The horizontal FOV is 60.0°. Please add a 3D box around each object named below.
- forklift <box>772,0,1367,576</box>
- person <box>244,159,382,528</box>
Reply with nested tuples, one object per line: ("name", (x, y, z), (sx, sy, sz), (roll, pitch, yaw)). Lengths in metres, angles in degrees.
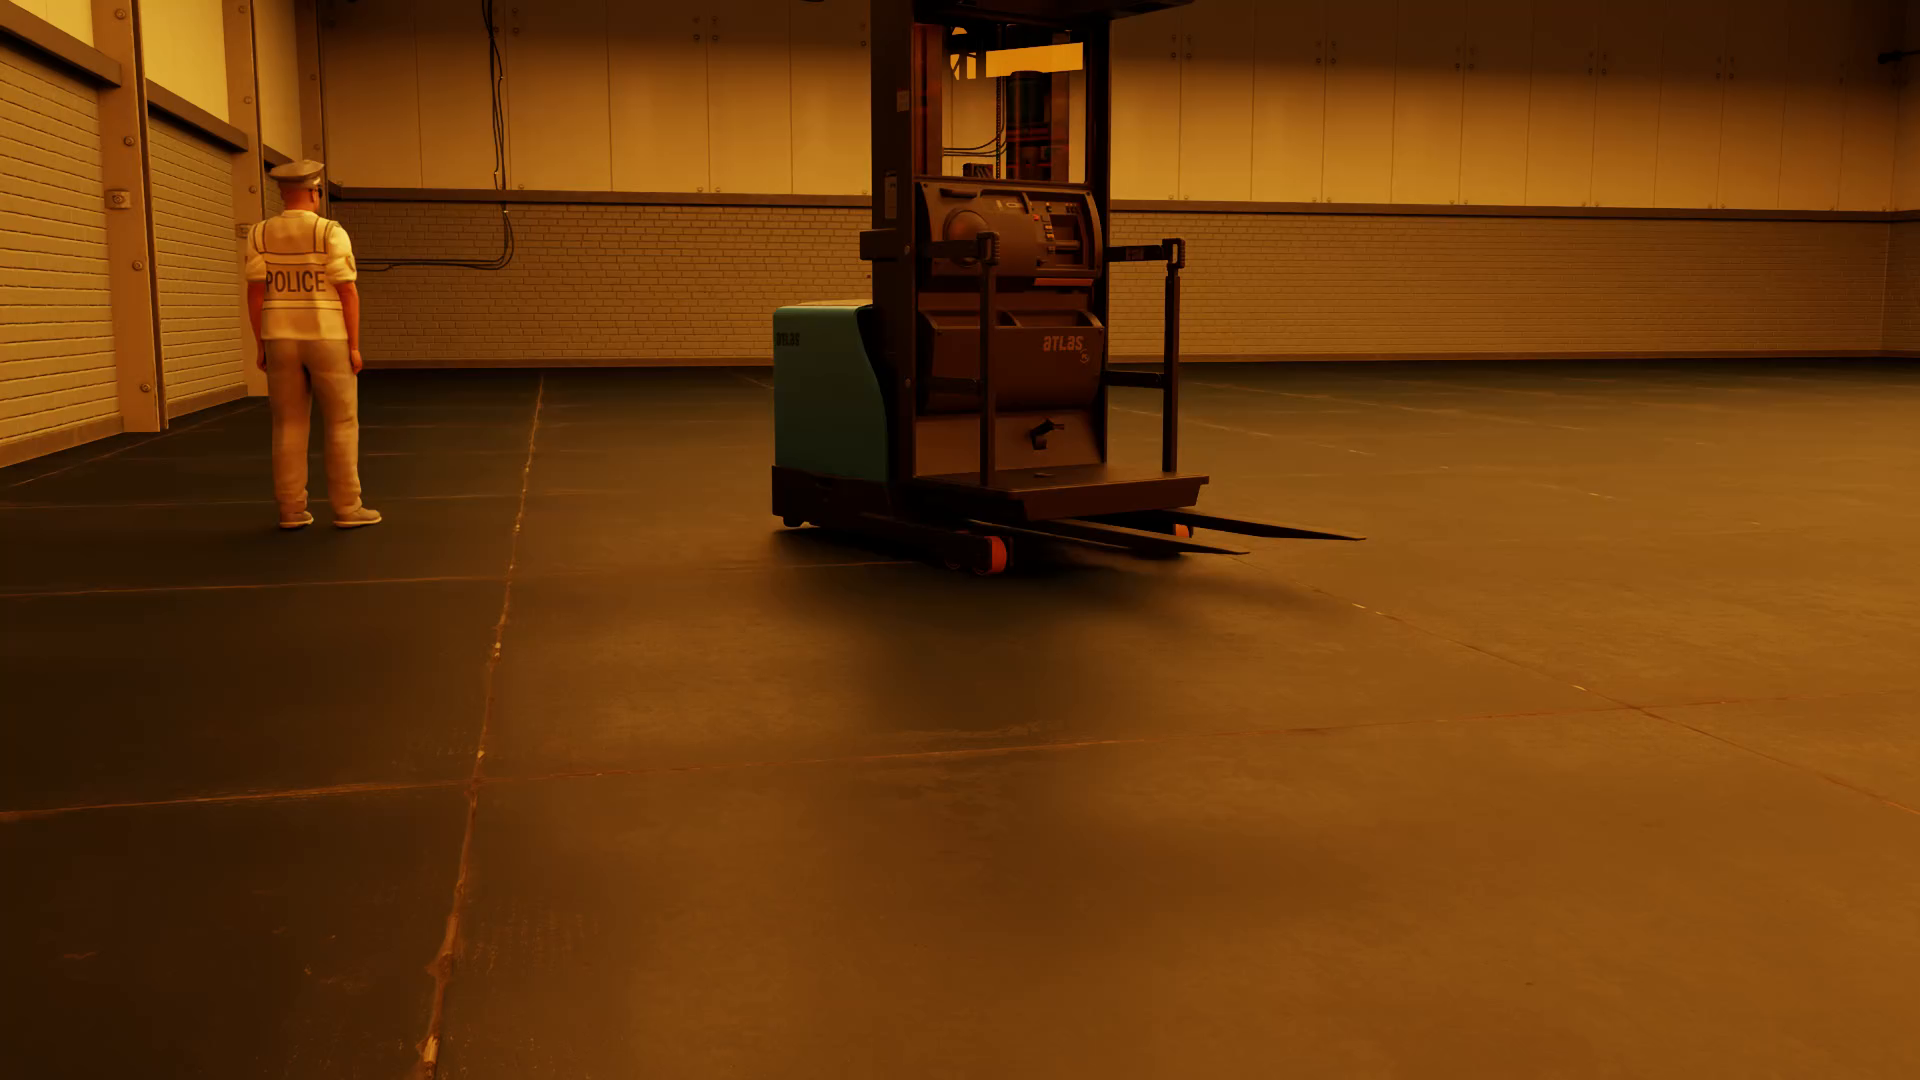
("forklift", (0.355, -1.383, 7.015), (1.130, 2.935, 3.031), (-6, 10, -35))
("person", (-3.150, -0.943, 8.057), (0.524, 1.775, 0.403), (0, 8, -1))
